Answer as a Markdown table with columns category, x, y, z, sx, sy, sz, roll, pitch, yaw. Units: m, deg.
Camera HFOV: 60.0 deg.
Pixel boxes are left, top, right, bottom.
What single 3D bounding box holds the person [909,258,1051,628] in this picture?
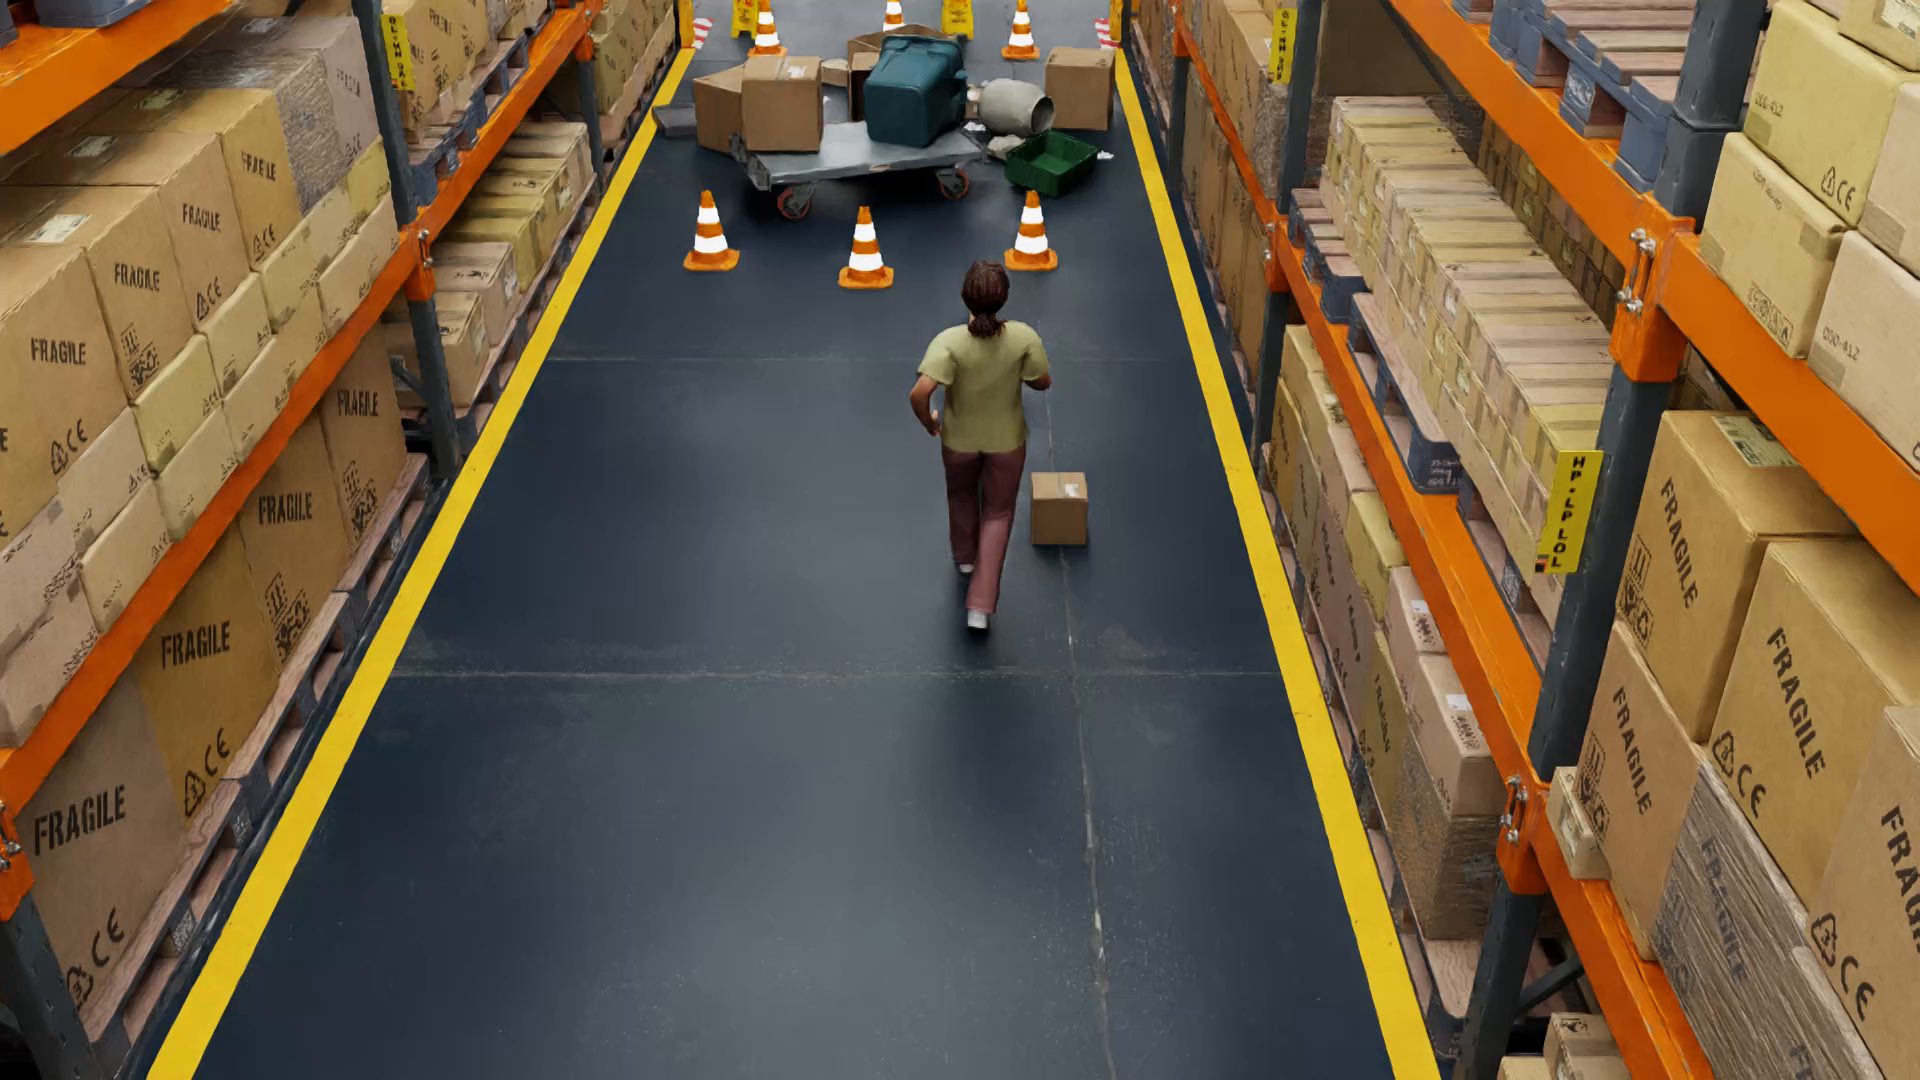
| category | x | y | z | sx | sy | sz | roll | pitch | yaw |
| --- | --- | --- | --- | --- | --- | --- | --- | --- | --- |
| person | 0.101 | -0.445 | 6.893 | 0.542 | 1.629 | 0.806 | 2 | 32 | 4 |
